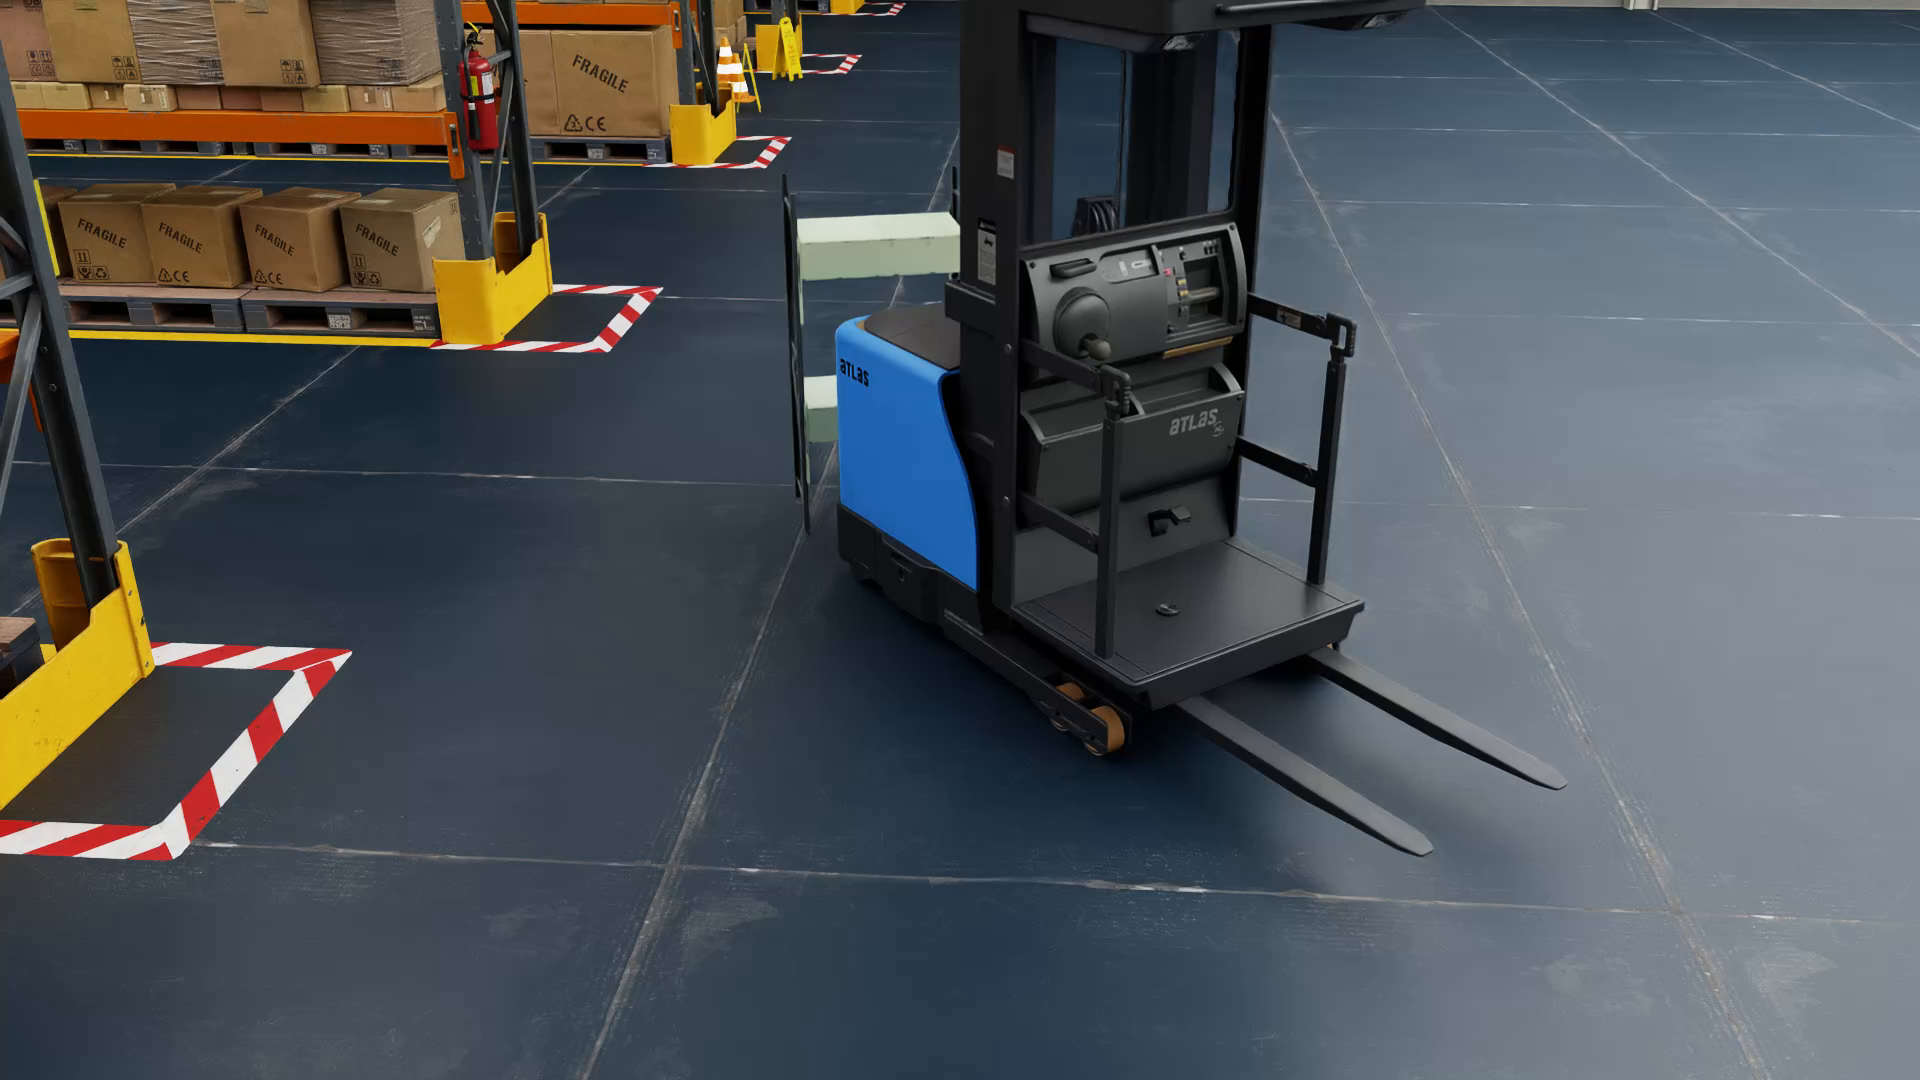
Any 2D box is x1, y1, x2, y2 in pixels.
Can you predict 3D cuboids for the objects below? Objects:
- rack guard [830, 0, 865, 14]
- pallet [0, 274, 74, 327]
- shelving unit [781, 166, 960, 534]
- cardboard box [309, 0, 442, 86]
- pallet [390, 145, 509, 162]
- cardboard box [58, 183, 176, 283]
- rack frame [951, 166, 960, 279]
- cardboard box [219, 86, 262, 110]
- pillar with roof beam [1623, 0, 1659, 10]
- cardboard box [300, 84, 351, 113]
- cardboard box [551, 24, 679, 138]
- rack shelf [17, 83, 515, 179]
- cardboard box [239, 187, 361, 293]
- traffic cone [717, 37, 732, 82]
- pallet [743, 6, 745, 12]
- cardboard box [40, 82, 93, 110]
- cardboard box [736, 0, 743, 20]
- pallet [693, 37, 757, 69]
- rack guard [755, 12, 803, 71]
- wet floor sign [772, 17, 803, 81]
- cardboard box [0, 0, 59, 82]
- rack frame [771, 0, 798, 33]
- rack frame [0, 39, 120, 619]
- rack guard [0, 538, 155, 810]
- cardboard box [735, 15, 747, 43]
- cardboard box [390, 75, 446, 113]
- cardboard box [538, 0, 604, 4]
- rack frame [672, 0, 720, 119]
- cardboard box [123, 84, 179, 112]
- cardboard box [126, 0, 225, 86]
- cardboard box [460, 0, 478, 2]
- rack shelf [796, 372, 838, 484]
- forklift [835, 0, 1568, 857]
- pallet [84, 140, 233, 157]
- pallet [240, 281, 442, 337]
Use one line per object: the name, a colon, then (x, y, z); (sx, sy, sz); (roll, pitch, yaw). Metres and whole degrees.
rack guard: (-1.601, -7.811, 23.627); (0.348, 0.500, 1.175); (2, 25, 4)
pallet: (-6.076, -1.603, 10.480); (1.213, 0.211, 1.003); (2, 25, 4)
shelving unit: (-0.350, -0.821, 7.240); (0.755, 1.500, 0.431); (-5, 25, -10)
cardboard box: (-3.306, -2.958, 9.614); (0.500, 0.500, 0.875); (2, 25, 4)
pallet: (-4.295, -3.578, 14.774); (1.213, 0.211, 1.003); (2, 25, 4)
cardboard box: (-5.155, -1.900, 10.278); (0.500, 0.500, 0.500); (0, 25, -1)
rack frame: (0.009, -0.851, 7.305); (0.023, 1.500, 0.400); (-5, 25, -10)
cardboard box: (-4.056, -2.592, 9.594); (0.250, 0.149, 0.380); (2, 25, 4)
pillar with roof beam: (9.385, -9.892, 17.983); (0.400, 9.000, 9.100); (2, 25, 4)
cardboard box: (-3.562, -2.552, 9.508); (0.250, 0.149, 0.380); (2, 25, 4)
cardboard box: (-2.960, -4.032, 14.463); (0.875, 0.875, 0.875); (2, 25, 4)
rack shelf: (-4.754, -2.485, 9.923); (4.000, 0.370, 1.077); (2, 25, 4)
cardboard box: (-3.980, -1.835, 10.138); (0.500, 0.500, 0.500); (8, 26, 18)
traffic cone: (-2.528, -5.202, 18.002); (0.334, 0.463, 0.336); (2, 25, 4)
pallet: (-3.603, -7.728, 23.792); (1.213, 0.211, 1.003); (2, 25, 4)
cardboard box: (-5.060, -2.587, 9.585); (0.250, 0.149, 0.380); (2, 25, 4)
cardboard box: (-2.808, -6.302, 19.248); (0.500, 0.500, 0.500); (1, 25, 2)
pallet: (-2.884, -5.655, 19.287); (1.213, 0.211, 1.003); (2, 25, 4)
rack guard: (-2.077, -5.745, 19.138); (0.348, 0.500, 1.175); (2, 25, 4)
wet floor sign: (-1.893, -5.357, 18.120); (0.232, 0.644, 0.267); (11, 27, 22)
cardboard box: (-5.302, -3.012, 9.731); (0.500, 0.500, 0.875); (2, 25, 4)
rack frame: (-2.001, -6.878, 18.610); (0.127, 3.000, 1.000); (2, 25, 4)
rack frame: (-3.139, -0.684, 5.148); (0.127, 3.000, 1.000); (2, 25, 4)
rack guard: (-3.218, 0.469, 5.633); (0.348, 0.500, 1.175); (2, 25, 4)
cardboard box: (-2.784, -5.961, 19.404); (0.500, 0.250, 0.500); (2, 25, 4)
cardboard box: (-3.060, -2.557, 9.519); (0.250, 0.149, 0.380); (2, 25, 4)
cardboard box: (-3.203, -4.882, 14.091); (0.550, 0.550, 0.875); (2, 25, 4)
rack frame: (-2.279, -4.812, 14.119); (0.127, 3.000, 1.000); (2, 25, 4)
cardboard box: (-4.563, -2.561, 9.528); (0.250, 0.149, 0.380); (2, 25, 4)
cardboard box: (-4.309, -2.958, 9.614); (0.500, 0.500, 0.875); (2, 25, 4)
cardboard box: (-4.283, -4.952, 14.243); (0.500, 0.550, 0.875); (2, 25, 4)
rack shelf: (-0.350, -0.525, 7.377); (0.720, 0.370, 0.431); (-5, 25, -10)
forklift: (0.737, -0.827, 5.540); (1.130, 2.935, 3.031); (-16, 29, -31)
pallet: (-7.042, -3.667, 14.966); (1.213, 0.211, 1.003); (2, 25, 4)
pallet: (-3.643, -1.524, 10.311); (1.213, 0.211, 1.003); (2, 25, 4)
